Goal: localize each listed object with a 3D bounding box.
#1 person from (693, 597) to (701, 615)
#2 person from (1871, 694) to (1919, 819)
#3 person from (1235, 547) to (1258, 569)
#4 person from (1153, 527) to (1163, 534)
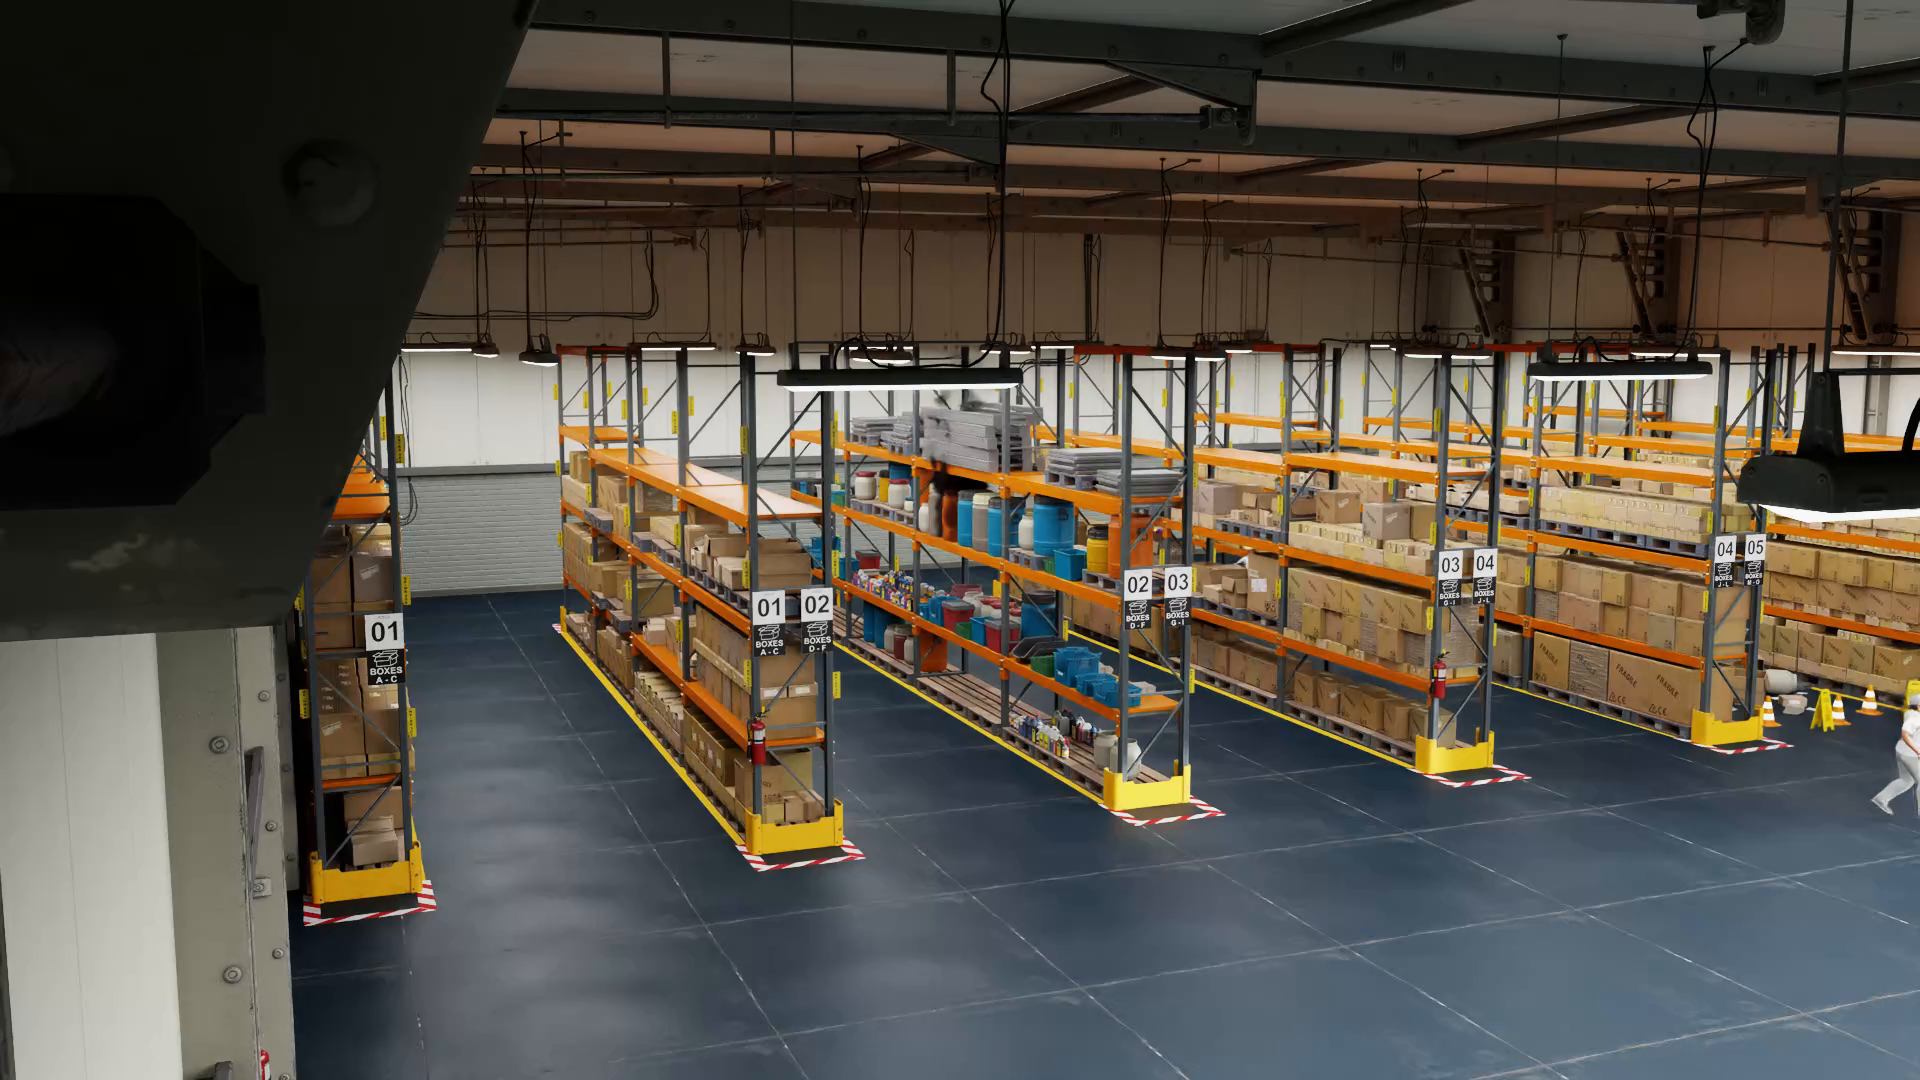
[{"bbox_3d":[-5.376,1.228,34.244,0.549,1.565,0.593,-5,9,-34],"label":"person"},{"bbox_3d":[12.245,2.802,21.370,0.780,1.689,0.602,2,8,16],"label":"person"},{"bbox_3d":[6.184,0.944,35.292,0.645,1.779,0.953,-3,8,-20],"label":"person"},{"bbox_3d":[4.632,0.304,40.742,0.740,1.795,0.706,6,10,41],"label":"person"}]
